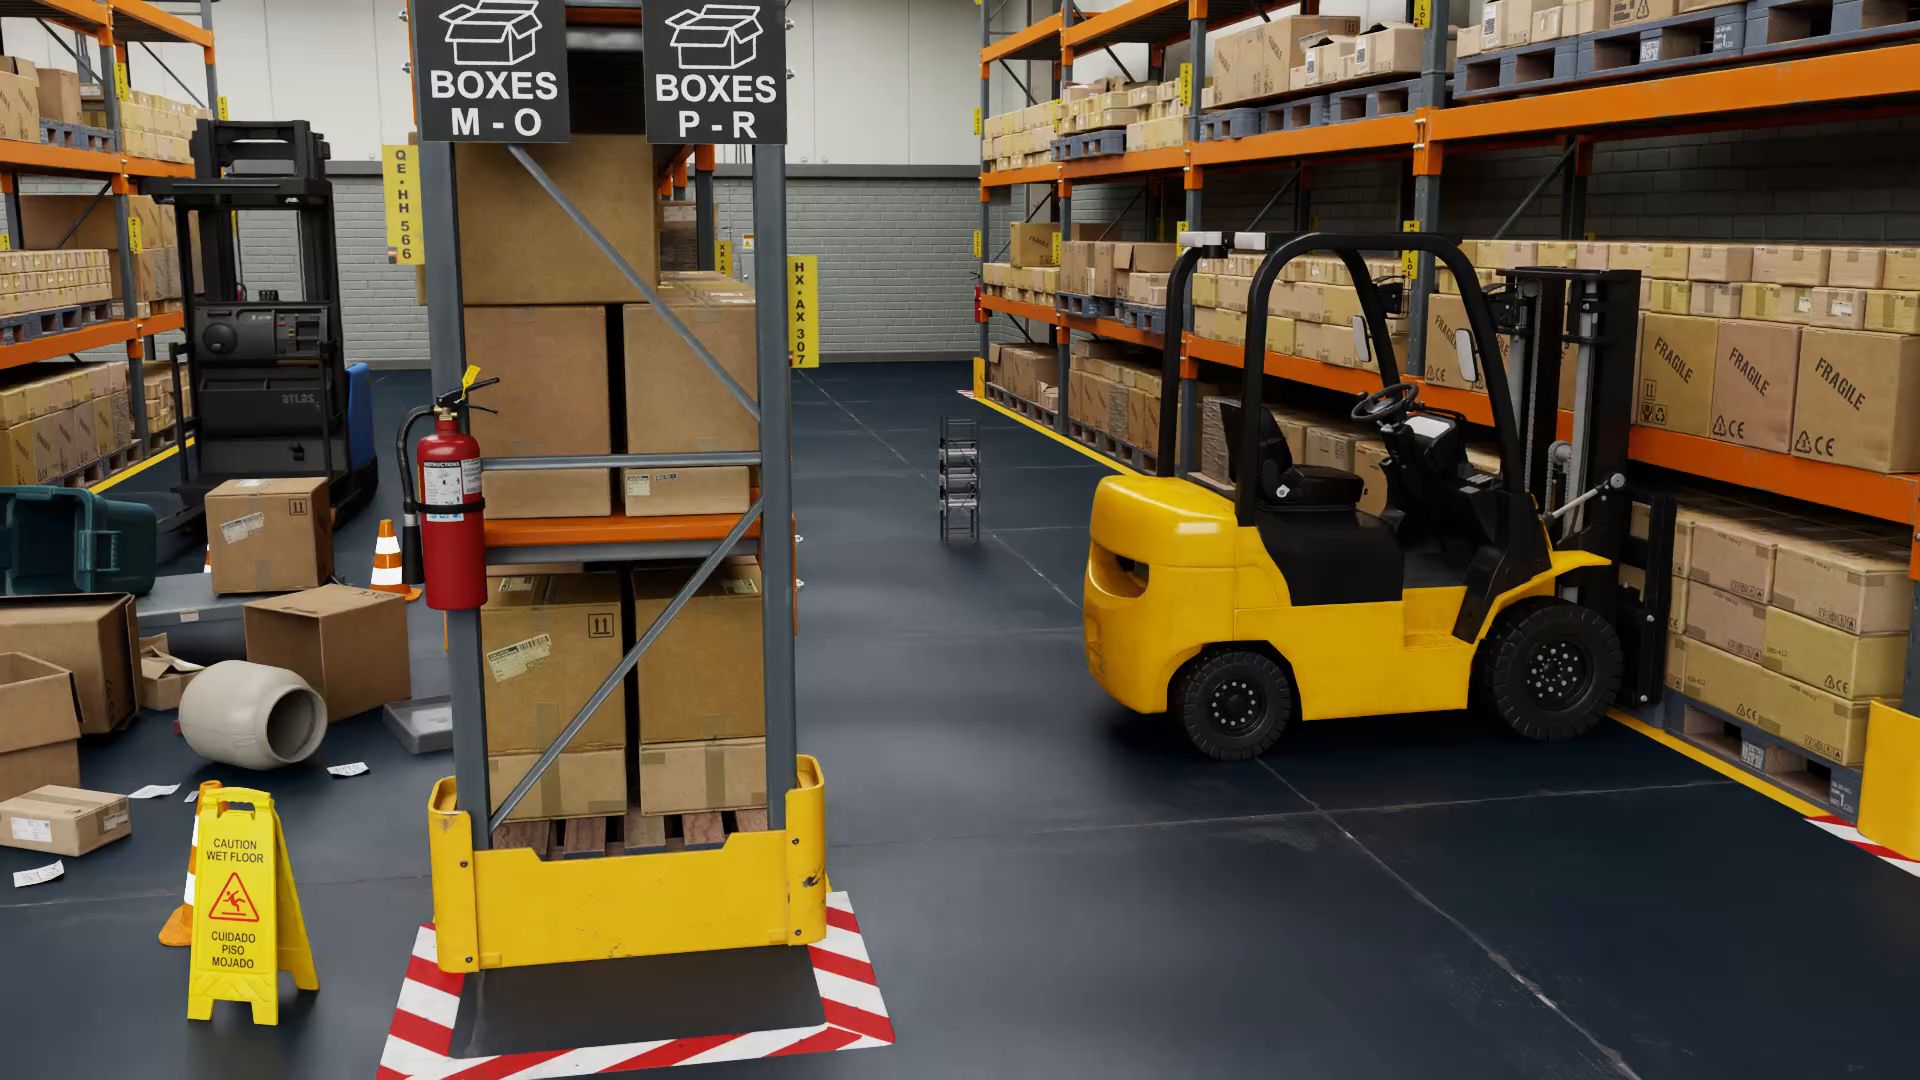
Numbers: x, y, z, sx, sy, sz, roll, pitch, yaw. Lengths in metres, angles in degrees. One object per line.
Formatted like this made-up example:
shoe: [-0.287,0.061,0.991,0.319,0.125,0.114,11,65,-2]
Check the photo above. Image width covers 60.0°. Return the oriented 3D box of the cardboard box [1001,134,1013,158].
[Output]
cardboard box: [0.782,-4.608,19.466,0.500,0.250,0.500,-2,11,-13]

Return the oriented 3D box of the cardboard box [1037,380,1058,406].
cardboard box: [1.070,-1.626,18.408,0.396,0.266,0.258,-2,11,-9]

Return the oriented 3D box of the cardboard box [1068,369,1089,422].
cardboard box: [1.409,-1.488,17.052,0.500,0.500,0.500,-2,11,-9]

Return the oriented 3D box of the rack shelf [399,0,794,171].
rack shelf: [-1.388,-1.711,6.565,1.077,0.370,4.000,-2,11,-11]

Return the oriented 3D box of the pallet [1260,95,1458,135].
pallet: [2.754,-2.927,11.535,1.003,0.211,1.213,-2,11,-8]

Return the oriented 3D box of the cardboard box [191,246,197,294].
cardboard box: [-8.317,-2.803,17.338,0.500,0.500,0.500,-2,11,-8]

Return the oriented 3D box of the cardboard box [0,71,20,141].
cardboard box: [-7.345,-3.221,12.309,0.500,0.500,0.500,-2,11,-11]

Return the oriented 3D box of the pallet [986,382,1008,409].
pallet: [0.928,-1.810,20.640,1.003,0.211,1.213,-2,11,-11]

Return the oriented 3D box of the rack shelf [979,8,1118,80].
rack shelf: [1.147,-5.565,18.800,1.077,0.370,4.000,-2,11,-11]

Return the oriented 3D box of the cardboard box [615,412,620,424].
cardboard box: [-1.559,-0.443,6.671,0.380,0.149,0.250,-2,11,-11]

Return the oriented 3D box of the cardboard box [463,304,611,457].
cardboard box: [-1.374,-0.509,5.285,0.500,0.500,0.500,-2,11,-12]

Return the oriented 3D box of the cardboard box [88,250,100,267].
cardboard box: [-7.846,-2.486,14.692,0.380,0.149,0.250,-2,11,-13]

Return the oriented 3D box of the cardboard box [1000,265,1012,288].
cardboard box: [0.782,-3.134,19.745,0.500,0.250,0.500,-2,11,-12]

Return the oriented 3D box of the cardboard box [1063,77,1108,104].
cardboard box: [1.252,-4.493,16.638,0.396,0.266,0.258,-2,11,-12]

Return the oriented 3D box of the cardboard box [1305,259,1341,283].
cardboard box: [2.530,-1.795,11.100,0.380,0.149,0.250,-2,11,-11]

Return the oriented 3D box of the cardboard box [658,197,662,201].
cardboard box: [-3.139,-3.351,16.605,0.380,0.149,0.250,-2,11,-12]

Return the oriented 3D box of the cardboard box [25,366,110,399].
cardboard box: [-7.689,-1.351,14.329,0.500,0.250,0.500,-2,11,-8]

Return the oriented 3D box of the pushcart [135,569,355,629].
pushcart: [-4.003,0.423,8.467,1.648,0.377,0.936,-6,13,-31]

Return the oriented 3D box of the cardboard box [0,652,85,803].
cardboard box: [-3.824,0.772,6.294,0.637,0.503,0.797,9,14,38]

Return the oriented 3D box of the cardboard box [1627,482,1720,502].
cardboard box: [3.170,-0.104,7.777,0.500,0.250,0.500,-2,11,-12]

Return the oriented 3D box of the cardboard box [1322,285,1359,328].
cardboard box: [2.638,-1.486,10.544,0.500,0.250,0.500,-2,11,-12]

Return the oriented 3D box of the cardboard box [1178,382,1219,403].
cardboard box: [1.969,-1.251,14.073,0.380,0.149,0.250,-3,11,-14]

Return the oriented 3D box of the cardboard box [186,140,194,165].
cardboard box: [-8.409,-4.101,17.601,0.500,0.250,0.500,-2,11,-9]

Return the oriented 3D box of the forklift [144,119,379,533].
forklift: [-5.110,-1.560,12.053,1.130,2.935,3.031,-2,11,-9]

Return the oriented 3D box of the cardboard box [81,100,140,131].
cardboard box: [-8.027,-3.969,15.568,0.500,0.250,0.500,-2,11,-9]

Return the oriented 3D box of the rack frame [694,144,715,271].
rack frame: [-1.777,-0.958,8.706,1.000,3.000,0.127,-2,11,-11]

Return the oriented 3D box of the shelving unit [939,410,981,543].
shelving unit: [-0.002,-0.444,11.620,0.258,0.900,0.210,-2,11,-11]

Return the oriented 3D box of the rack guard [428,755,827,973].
rack guard: [-1.013,0.990,5.158,1.175,0.500,0.348,-2,11,-11]

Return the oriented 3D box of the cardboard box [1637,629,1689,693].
cardboard box: [3.292,0.481,7.378,0.500,0.250,0.500,-2,11,-10]

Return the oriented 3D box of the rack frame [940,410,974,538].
rack frame: [-0.021,-0.462,11.718,0.240,0.900,0.006,-2,11,-11]

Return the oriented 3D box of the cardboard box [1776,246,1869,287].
cardboard box: [3.437,-1.068,6.489,0.380,0.149,0.250,-2,11,-10]

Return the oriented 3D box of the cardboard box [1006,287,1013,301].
cardboard box: [0.754,-2.908,19.624,0.380,0.149,0.250,-2,11,-13]

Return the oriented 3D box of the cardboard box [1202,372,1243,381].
cardboard box: [2.404,-1.422,14.973,0.380,0.149,0.250,-3,11,-14]

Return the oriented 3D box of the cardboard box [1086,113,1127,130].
cardboard box: [1.405,-3.955,15.713,0.380,0.149,0.250,-2,11,-12]

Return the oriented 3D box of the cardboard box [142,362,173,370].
cardboard box: [-9.006,-1.903,18.585,0.380,0.149,0.250,-2,11,-10]

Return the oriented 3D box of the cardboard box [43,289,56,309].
cardboard box: [-7.589,-1.956,13.499,0.380,0.149,0.250,-2,11,-13]

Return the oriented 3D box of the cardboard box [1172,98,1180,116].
cardboard box: [1.977,-3.573,13.758,0.380,0.149,0.250,-2,11,-12]

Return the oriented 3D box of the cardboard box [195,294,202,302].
cardboard box: [-8.436,-2.599,18.003,0.380,0.149,0.250,-3,11,-14]

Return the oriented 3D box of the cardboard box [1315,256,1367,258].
cardboard box: [2.817,-2.001,12.186,0.380,0.149,0.250,-2,11,-11]

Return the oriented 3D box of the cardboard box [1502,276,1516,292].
cardboard box: [3.001,-1.296,8.483,0.380,0.149,0.250,-2,11,-10]

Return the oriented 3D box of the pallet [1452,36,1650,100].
pallet: [3.283,-2.413,8.569,1.003,0.211,1.213,-2,11,-11]

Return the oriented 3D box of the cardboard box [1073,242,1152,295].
cardboard box: [1.511,-2.670,16.310,0.700,0.500,0.500,-2,11,-10]

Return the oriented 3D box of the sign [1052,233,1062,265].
sign: [1.005,-3.010,17.175,0.100,0.325,0.005,-2,11,-11]

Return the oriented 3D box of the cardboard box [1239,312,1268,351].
cardboard box: [2.360,-1.522,12.071,0.500,0.250,0.500,-2,11,-13]

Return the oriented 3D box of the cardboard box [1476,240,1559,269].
cardboard box: [3.019,-1.539,8.965,0.380,0.149,0.250,-2,11,-10]

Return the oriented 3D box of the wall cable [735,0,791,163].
wall cable: [-2.015,-7.278,25.769,2.988,3.039,0.133,-2,11,-11]

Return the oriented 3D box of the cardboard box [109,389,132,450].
cardboard box: [-7.777,-1.078,14.901,0.500,0.500,0.500,-2,11,-12]

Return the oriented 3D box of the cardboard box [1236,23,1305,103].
cardboard box: [2.412,-3.420,11.962,0.700,0.500,0.500,-2,11,-12]

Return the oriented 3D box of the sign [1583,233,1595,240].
sign: [3.636,-1.624,9.677,0.100,0.325,0.005,-2,11,-11]

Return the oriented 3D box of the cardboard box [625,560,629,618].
cardboard box: [-1.712,0.129,7.220,0.500,0.500,0.500,-2,11,-8]

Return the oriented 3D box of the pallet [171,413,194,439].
pallet: [-8.574,-1.203,17.451,1.003,0.211,1.213,-2,11,-11]

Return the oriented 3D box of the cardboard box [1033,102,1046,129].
cardboard box: [1.094,-4.574,17.953,0.500,0.250,0.500,-2,11,-12]

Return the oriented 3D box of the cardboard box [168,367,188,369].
cardboard box: [-8.332,-1.782,17.948,0.380,0.149,0.250,-2,11,-9]

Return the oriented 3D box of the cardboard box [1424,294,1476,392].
cardboard box: [2.922,-1.097,9.171,0.500,0.500,0.500,-2,11,-13]

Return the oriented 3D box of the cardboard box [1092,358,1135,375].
cardboard box: [1.535,-1.733,16.607,0.380,0.149,0.250,-3,11,-14]

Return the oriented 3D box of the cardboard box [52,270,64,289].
cardboard box: [-7.637,-2.148,13.713,0.380,0.149,0.250,-2,11,-11]

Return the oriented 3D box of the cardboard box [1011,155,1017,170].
cardboard box: [0.794,-4.338,19.117,0.380,0.149,0.250,-2,11,-11]

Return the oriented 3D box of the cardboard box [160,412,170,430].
cardboard box: [-7.976,-1.159,16.267,0.380,0.149,0.250,-2,11,-9]
